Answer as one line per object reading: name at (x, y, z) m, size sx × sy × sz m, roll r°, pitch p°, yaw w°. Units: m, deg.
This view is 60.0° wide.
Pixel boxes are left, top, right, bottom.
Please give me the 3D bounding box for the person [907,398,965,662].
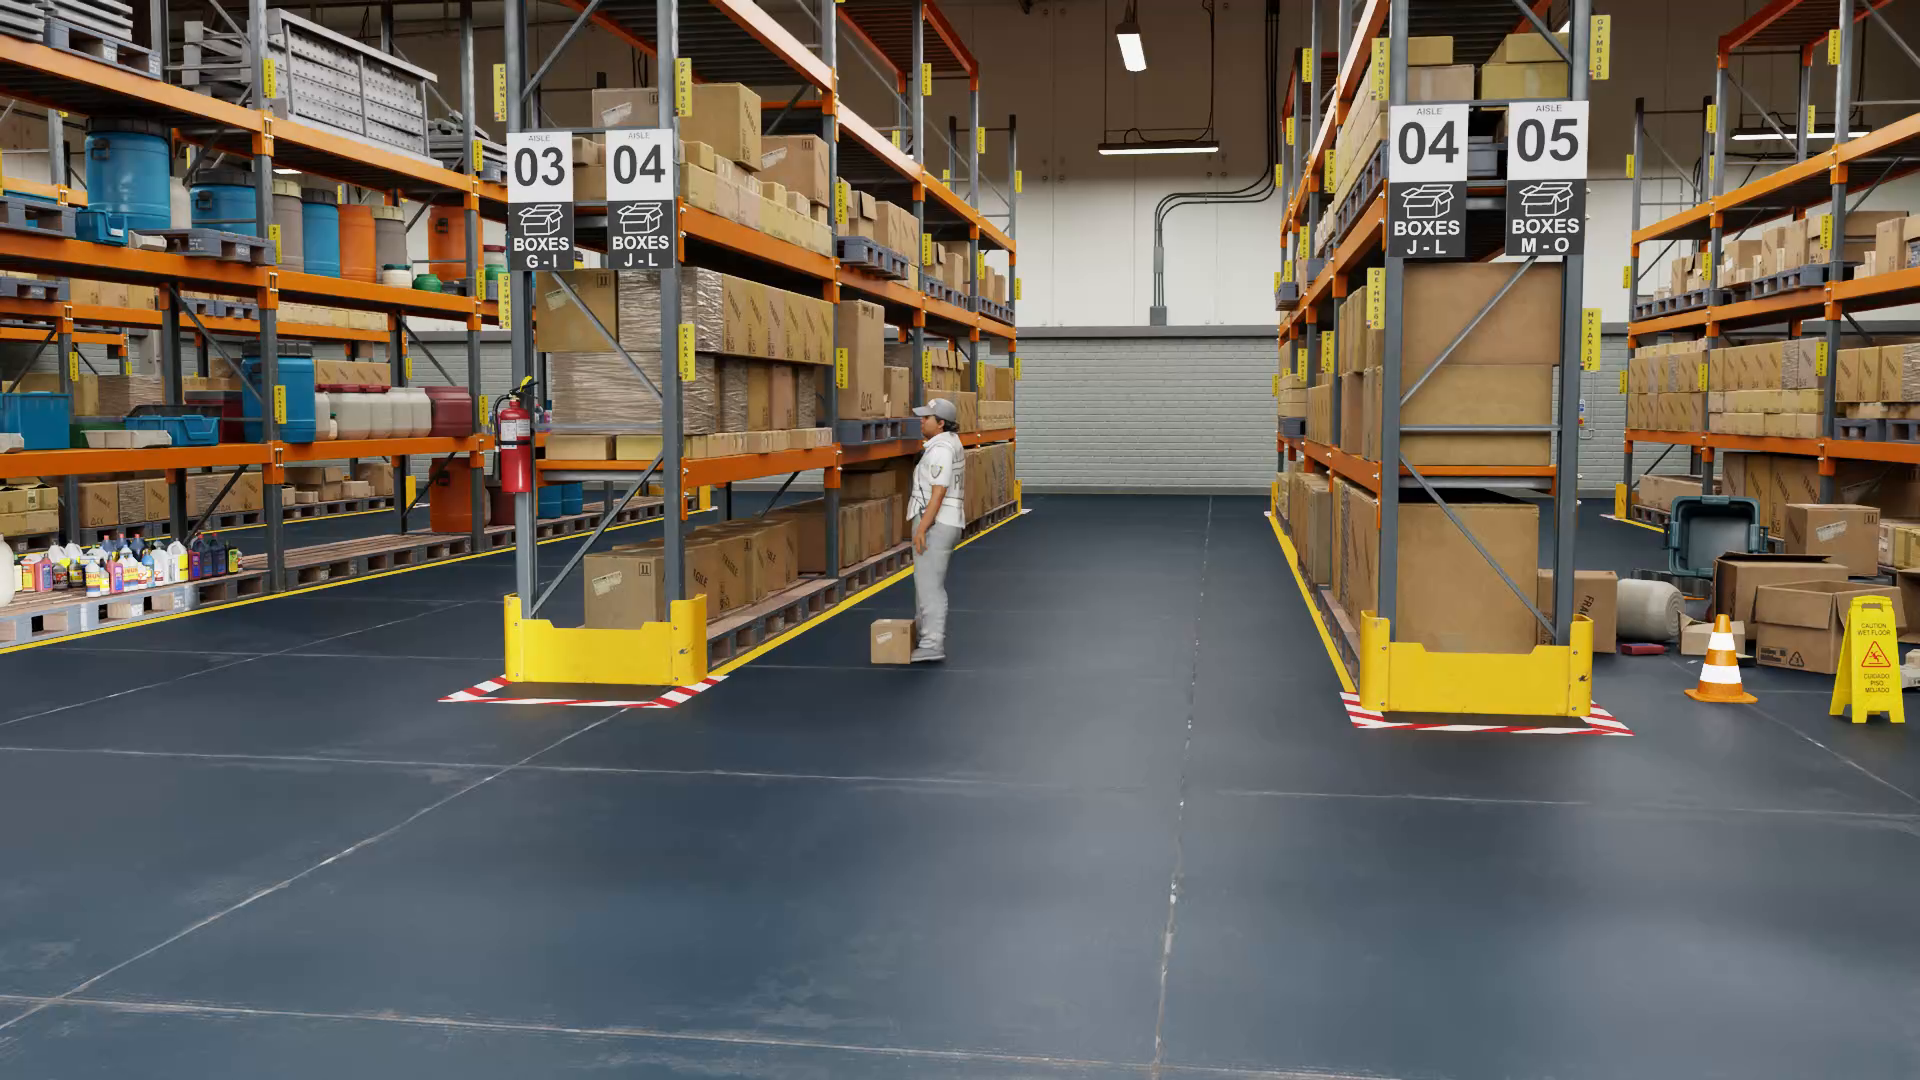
person at (-0.233, -0.067, 10.589) m, size 0.527 × 1.670 × 0.598 m, roll 1°, pitch 5°, yaw 9°
